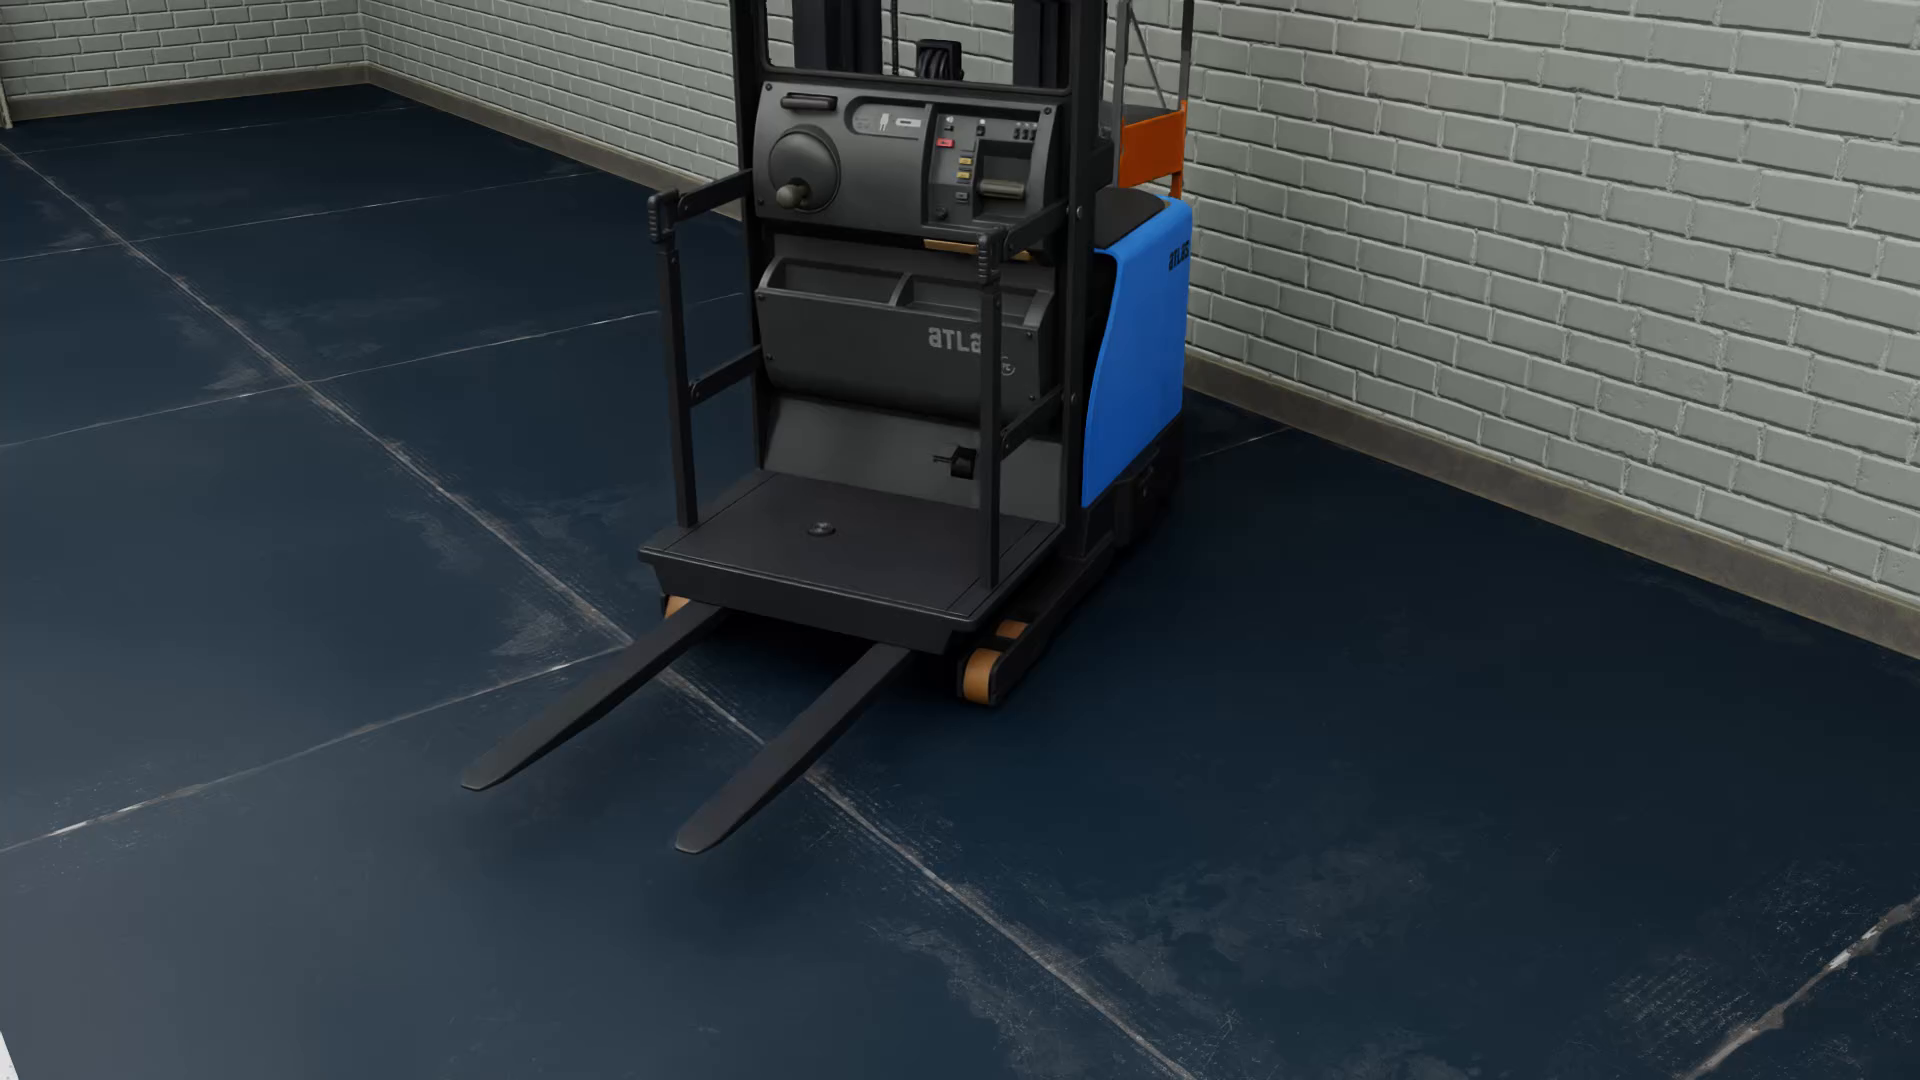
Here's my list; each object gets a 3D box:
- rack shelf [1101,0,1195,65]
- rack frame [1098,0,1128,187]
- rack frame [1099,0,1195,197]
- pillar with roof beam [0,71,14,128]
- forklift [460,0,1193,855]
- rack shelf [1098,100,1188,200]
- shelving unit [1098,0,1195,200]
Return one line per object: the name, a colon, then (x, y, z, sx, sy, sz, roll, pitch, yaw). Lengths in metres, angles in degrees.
rack shelf: (0.550, -2.011, 5.944, 0.431, 0.518, 0.480, 17, 29, 31)
rack frame: (0.399, -1.305, 6.042, 0.400, 2.100, 0.015, 17, 29, 31)
rack frame: (0.680, -1.464, 6.408, 0.400, 2.100, 0.015, 17, 29, 31)
pillar with roof beam: (-4.621, -5.717, 7.380, 0.400, 9.000, 9.100, -18, 31, -34)
forklift: (-0.258, -1.064, 4.561, 1.130, 2.935, 3.031, 11, 27, 22)
rack shelf: (0.539, -1.372, 6.230, 0.431, 0.518, 0.480, 17, 29, 31)
shelving unit: (0.540, -1.385, 6.225, 0.431, 2.100, 0.503, 17, 29, 31)
